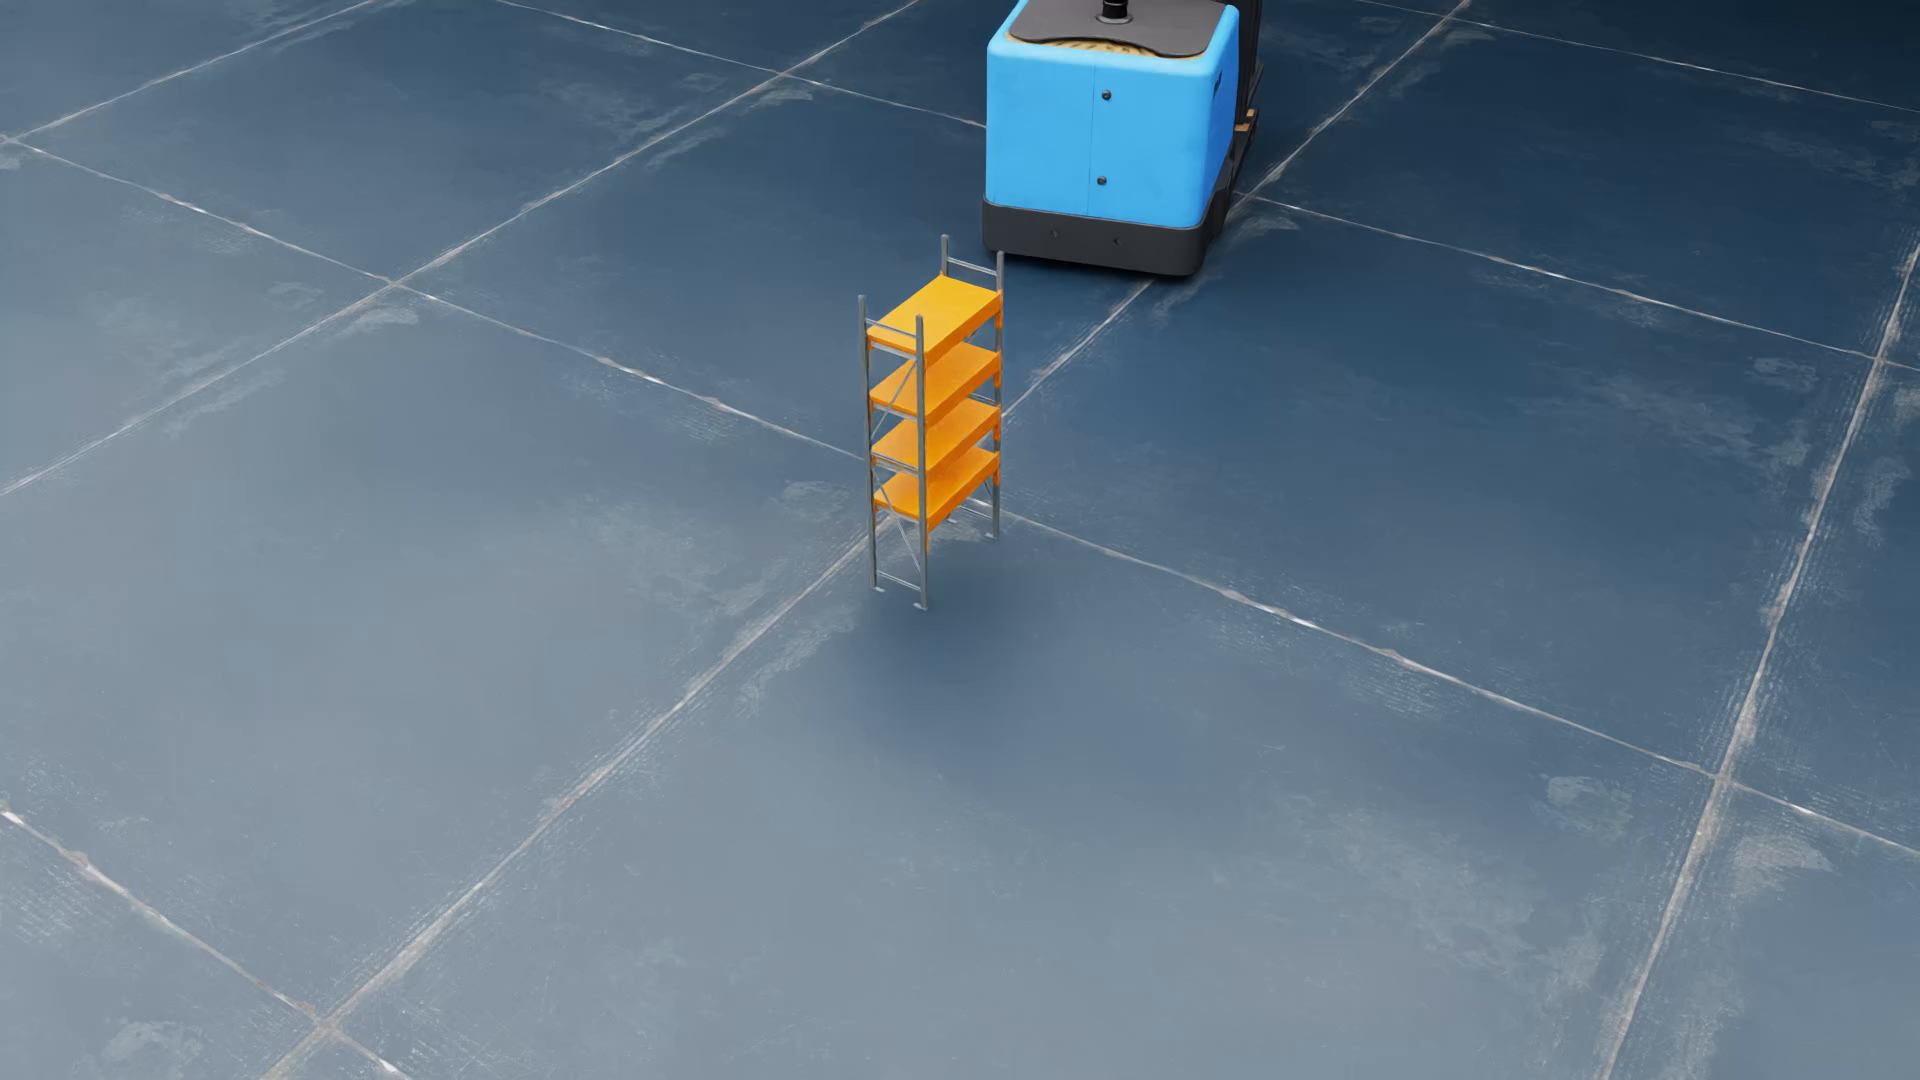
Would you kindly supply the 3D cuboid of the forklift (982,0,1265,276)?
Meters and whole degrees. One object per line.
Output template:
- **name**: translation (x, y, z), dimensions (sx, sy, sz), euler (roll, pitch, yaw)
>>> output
- **forklift**: translation (1.005, -3.291, 8.118), dimensions (1.130, 2.935, 3.031), euler (10, 39, 13)

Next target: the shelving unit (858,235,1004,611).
- **shelving unit**: translation (-0.089, -0.390, 5.773), dimensions (0.258, 1.200, 0.503), euler (21, 42, 25)

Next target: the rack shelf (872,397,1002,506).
- **rack shelf**: translation (-0.089, -0.337, 5.814), dimensions (0.258, 0.148, 0.480), euler (21, 42, 25)

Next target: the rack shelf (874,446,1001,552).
- **rack shelf**: translation (-0.089, -0.179, 5.935), dimensions (0.258, 0.148, 0.480), euler (21, 42, 25)

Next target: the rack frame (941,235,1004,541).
- **rack frame**: translation (0.042, -0.516, 5.936), dimensions (0.240, 1.200, 0.015), euler (21, 42, 25)

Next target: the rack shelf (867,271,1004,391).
- **rack shelf**: translation (-0.089, -0.701, 5.533), dimensions (0.258, 0.148, 0.480), euler (21, 42, 25)

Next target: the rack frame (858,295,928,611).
- **rack frame**: translation (-0.219, -0.264, 5.610), dimensions (0.240, 1.200, 0.015), euler (21, 42, 25)

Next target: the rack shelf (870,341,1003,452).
- **rack shelf**: translation (-0.089, -0.514, 5.677), dimensions (0.258, 0.148, 0.480), euler (21, 42, 25)
